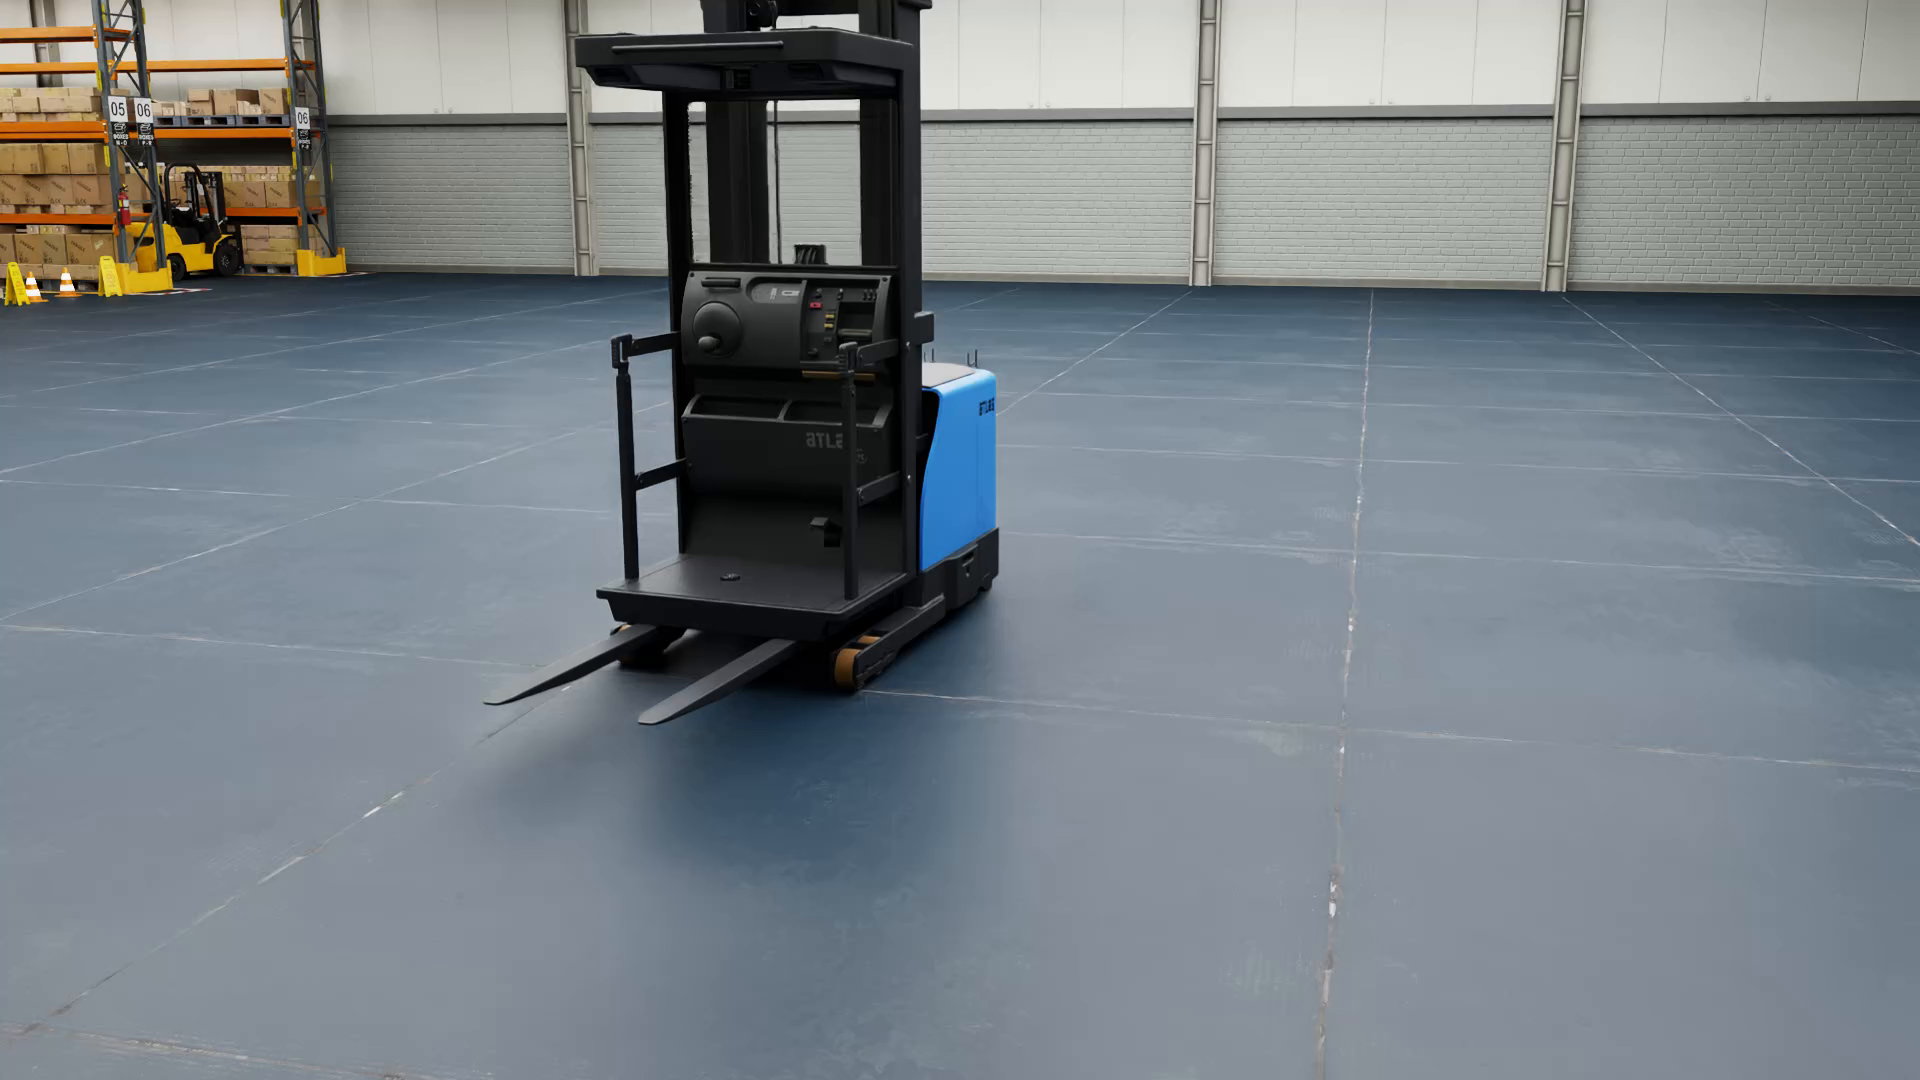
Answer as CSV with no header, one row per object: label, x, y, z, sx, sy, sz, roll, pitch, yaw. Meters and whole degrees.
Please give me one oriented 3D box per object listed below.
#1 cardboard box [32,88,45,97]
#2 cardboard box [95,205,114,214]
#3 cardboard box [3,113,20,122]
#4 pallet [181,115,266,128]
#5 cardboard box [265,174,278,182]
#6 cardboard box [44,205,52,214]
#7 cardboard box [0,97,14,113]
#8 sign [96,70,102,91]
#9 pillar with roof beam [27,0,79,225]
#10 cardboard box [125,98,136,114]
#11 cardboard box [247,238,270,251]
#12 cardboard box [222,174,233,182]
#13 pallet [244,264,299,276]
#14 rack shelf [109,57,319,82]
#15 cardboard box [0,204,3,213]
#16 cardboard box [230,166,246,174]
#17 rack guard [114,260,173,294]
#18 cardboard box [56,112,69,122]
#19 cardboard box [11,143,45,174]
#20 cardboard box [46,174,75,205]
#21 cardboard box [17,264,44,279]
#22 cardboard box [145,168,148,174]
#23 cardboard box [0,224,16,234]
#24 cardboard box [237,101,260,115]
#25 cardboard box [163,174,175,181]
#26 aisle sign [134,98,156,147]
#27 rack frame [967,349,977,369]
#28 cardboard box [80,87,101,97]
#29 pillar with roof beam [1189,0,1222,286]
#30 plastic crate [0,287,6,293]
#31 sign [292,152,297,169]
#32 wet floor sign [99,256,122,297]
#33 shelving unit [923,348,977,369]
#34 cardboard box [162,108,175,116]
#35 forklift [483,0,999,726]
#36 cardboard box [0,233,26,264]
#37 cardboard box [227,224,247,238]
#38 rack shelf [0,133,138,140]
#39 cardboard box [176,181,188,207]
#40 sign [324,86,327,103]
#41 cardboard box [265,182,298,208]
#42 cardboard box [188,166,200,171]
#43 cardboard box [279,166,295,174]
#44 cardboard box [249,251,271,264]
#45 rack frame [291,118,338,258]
cardboard box,-15.238,-7.463,27.758,0.250,0.149,0.380,3,13,14
cardboard box,-14.290,-5.559,27.944,0.250,0.149,0.380,4,13,15
cardboard box,-15.791,-7.079,27.870,0.250,0.149,0.380,3,13,13
pallet,-14.559,-8.277,32.896,1.213,0.211,1.003,3,13,14
cardboard box,-13.349,-7.083,32.504,0.250,0.149,0.380,3,13,14
cardboard box,-15.279,-5.616,28.203,0.250,0.149,0.380,3,13,14
cardboard box,-15.921,-7.291,27.907,0.500,0.250,0.500,3,13,14
sign,-14.028,-7.488,27.090,0.005,0.325,0.100,3,13,14
pillar with roof beam,-20.007,-9.312,30.428,0.400,9.000,9.100,3,13,14
cardboard box,-14.300,-7.326,28.061,0.500,0.250,0.500,3,13,13
cardboard box,-13.722,-5.846,32.881,0.500,0.250,0.500,3,13,13
cardboard box,-14.345,-7.137,32.749,0.250,0.149,0.380,3,13,14
pallet,-13.443,-5.421,33.179,1.213,0.211,1.003,3,13,14
rack shelf,-14.632,-9.237,32.677,4.000,0.370,1.077,3,13,14
cardboard box,-16.291,-5.640,28.309,0.250,0.149,0.380,3,13,14
cardboard box,-14.099,-7.269,32.657,0.250,0.149,0.380,3,13,15
rack guard,-13.950,-4.491,28.321,0.348,0.500,1.175,3,13,14
cardboard box,-14.789,-7.036,27.674,0.250,0.149,0.380,3,13,15
cardboard box,-15.434,-6.403,27.940,0.500,0.500,0.700,3,13,13
cardboard box,-14.954,-5.898,27.976,0.500,0.500,0.500,3,13,14
cardboard box,-15.736,-4.610,28.464,0.500,0.250,0.500,3,13,12
cardboard box,-16.056,-7.400,33.245,0.250,0.149,0.380,3,13,14
cardboard box,-16.383,-5.314,28.410,0.250,0.149,0.380,4,13,17
cardboard box,-13.814,-8.396,32.336,0.258,0.266,0.396,3,13,14
cardboard box,-15.594,-7.203,33.047,0.250,0.149,0.380,3,13,15
aisle sign,-13.742,-7.038,28.030,0.004,0.787,0.394,3,13,14
rack frame,0.067,-0.509,9.104,0.008,1.050,0.200,3,13,14
cardboard box,-14.275,-7.394,27.447,0.250,0.149,0.380,3,13,14
pillar with roof beam,3.294,-8.066,24.814,0.400,9.000,9.100,3,13,14
plastic crate,-16.432,-4.235,28.139,0.583,0.080,0.402,-1,13,-6
sign,-12.834,-7.319,32.075,0.005,0.325,0.100,3,13,14
wet floor sign,-13.948,-4.323,27.228,0.232,0.644,0.267,8,15,33
shelving unit,-0.052,-0.515,9.133,0.252,1.050,0.215,3,13,14
cardboard box,-15.465,-8.427,32.747,0.250,0.149,0.380,3,13,15
forklift,-0.799,-0.939,6.701,1.130,2.935,3.031,5,13,20
cardboard box,-16.226,-5.004,28.508,0.500,0.500,0.500,4,13,16
cardboard box,-14.202,-6.110,32.916,0.500,0.250,0.500,3,13,14
rack shelf,-18.516,-8.176,33.894,4.000,0.370,1.077,3,13,14
cardboard box,-15.204,-6.880,33.088,0.500,0.500,0.500,3,13,13
sign,-12.552,-8.797,32.834,0.005,0.325,0.100,3,13,14
cardboard box,-13.231,-6.770,32.593,0.500,0.500,0.500,3,13,12
cardboard box,-15.066,-7.340,32.978,0.250,0.149,0.380,3,13,13
cardboard box,-13.089,-7.236,32.508,0.250,0.149,0.380,3,13,14
cardboard box,-13.703,-5.600,32.926,0.500,0.250,0.500,3,13,14
rack frame,-12.690,-6.751,32.738,0.127,3.000,1.000,3,13,14
